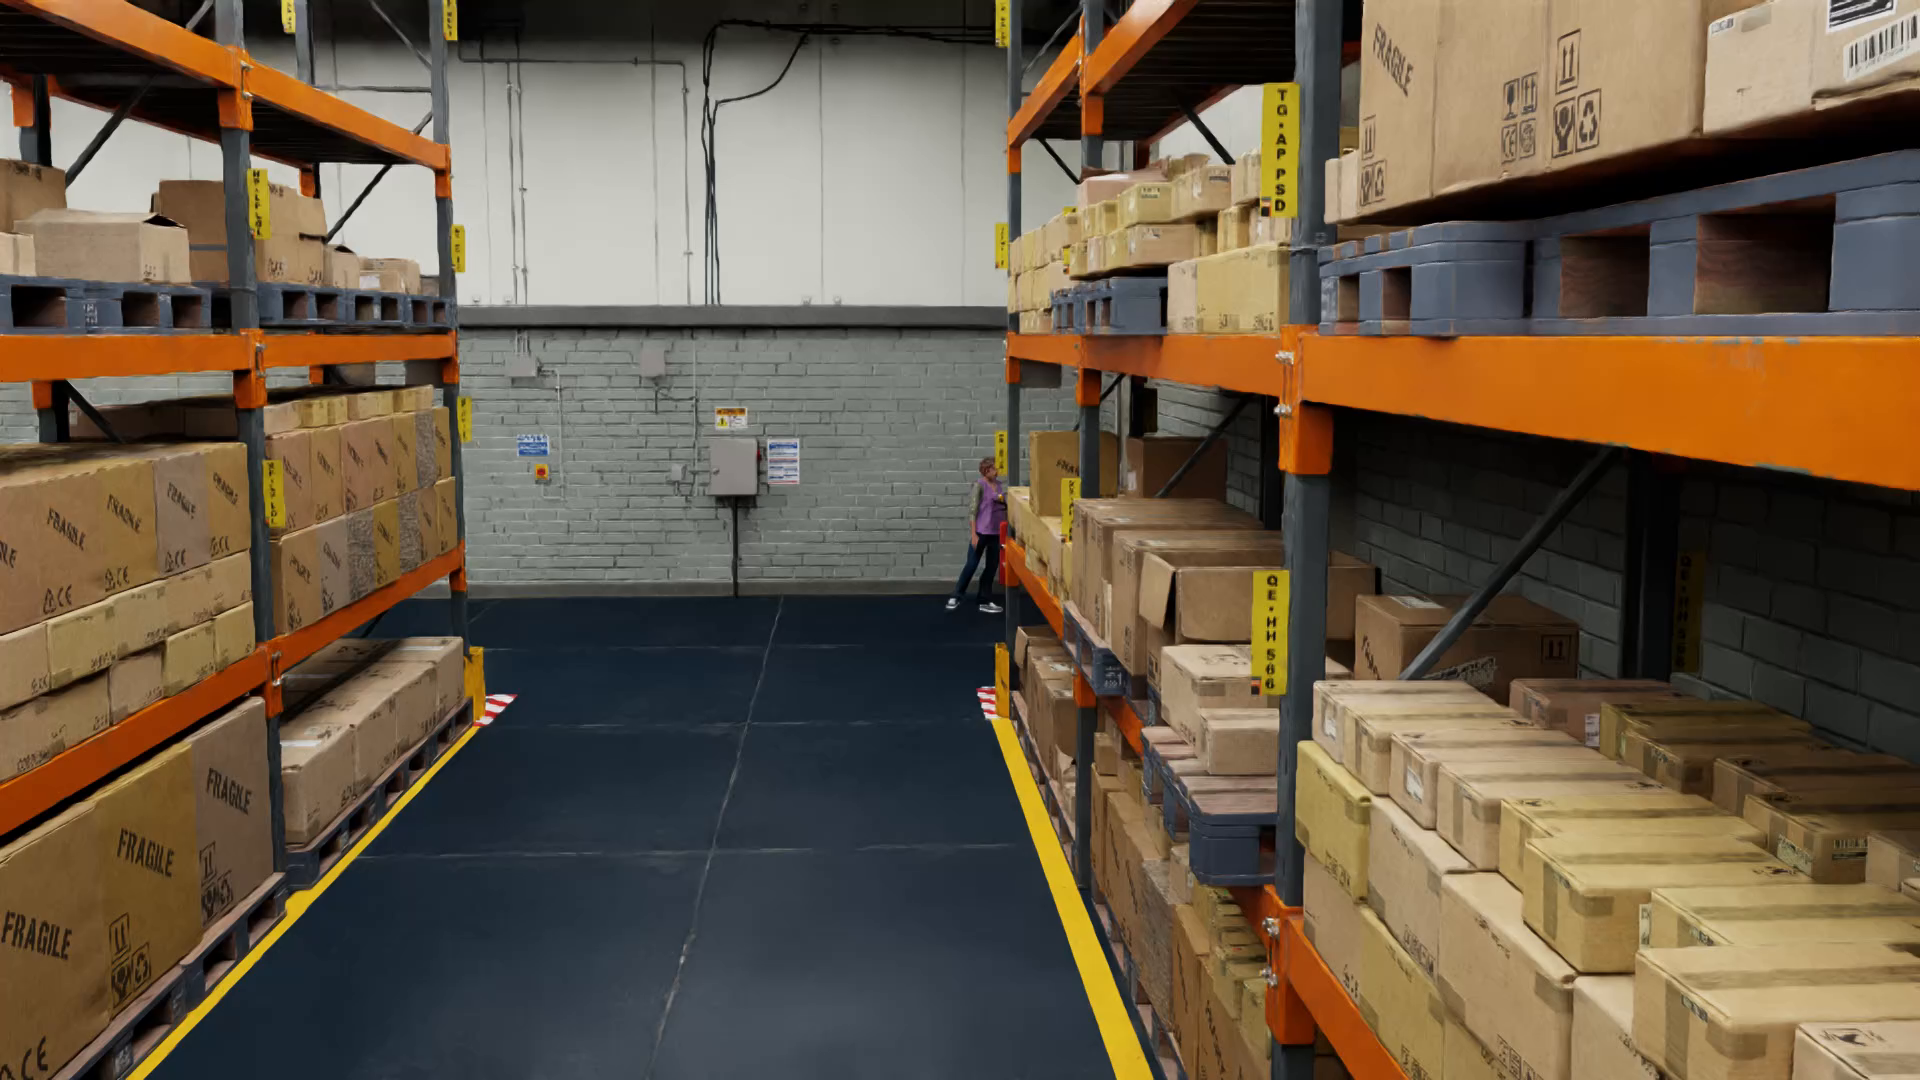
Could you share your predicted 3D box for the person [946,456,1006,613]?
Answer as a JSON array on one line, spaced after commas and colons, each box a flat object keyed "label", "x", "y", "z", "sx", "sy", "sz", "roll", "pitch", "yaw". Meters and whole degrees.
[{"label": "person", "x": 0.155, "y": 0.007, "z": 16.710, "sx": 0.601, "sy": 1.476, "sz": 0.458, "roll": -6, "pitch": 9, "yaw": -41}]
